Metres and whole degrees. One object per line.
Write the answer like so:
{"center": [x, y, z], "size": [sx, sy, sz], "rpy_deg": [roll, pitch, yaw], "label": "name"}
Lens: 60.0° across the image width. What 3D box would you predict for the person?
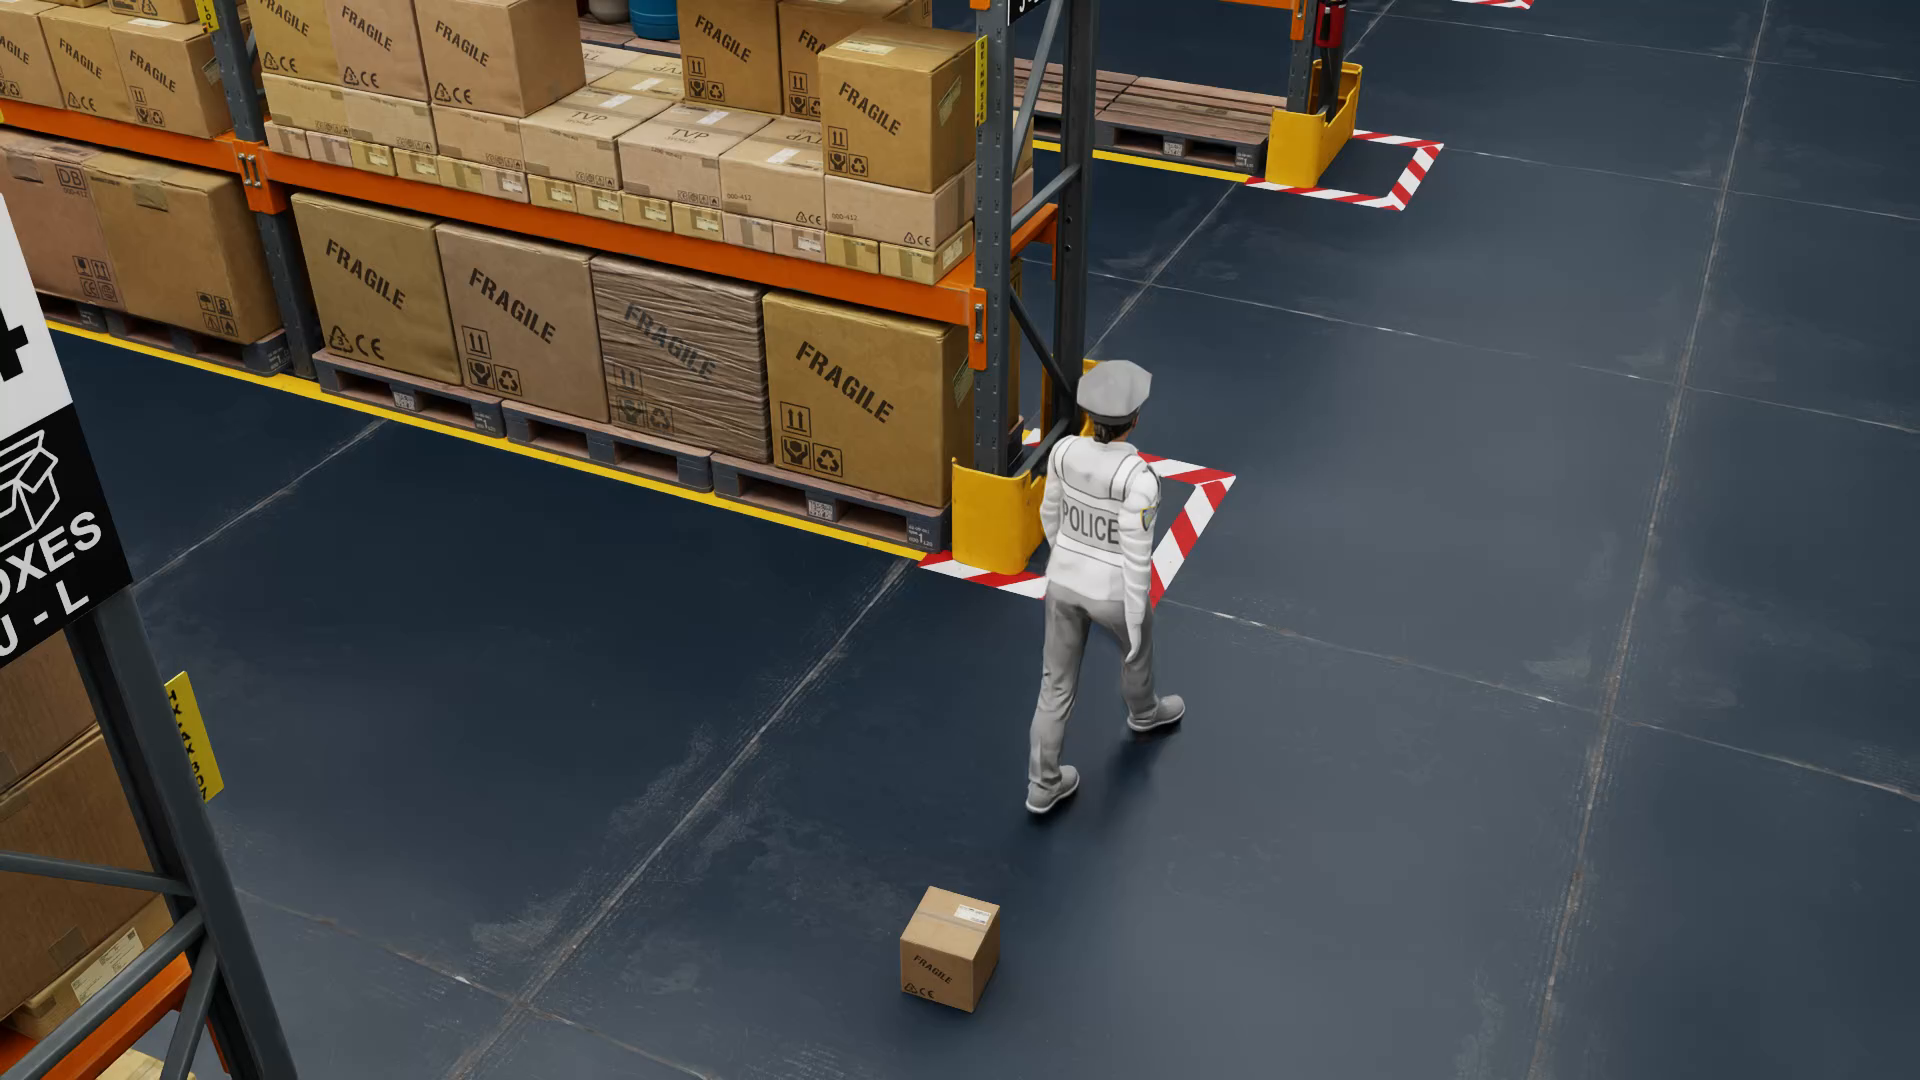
{"center": [0.501, 0.132, 5.917], "size": [0.509, 1.638, 0.892], "rpy_deg": [19, 38, 26], "label": "person"}
